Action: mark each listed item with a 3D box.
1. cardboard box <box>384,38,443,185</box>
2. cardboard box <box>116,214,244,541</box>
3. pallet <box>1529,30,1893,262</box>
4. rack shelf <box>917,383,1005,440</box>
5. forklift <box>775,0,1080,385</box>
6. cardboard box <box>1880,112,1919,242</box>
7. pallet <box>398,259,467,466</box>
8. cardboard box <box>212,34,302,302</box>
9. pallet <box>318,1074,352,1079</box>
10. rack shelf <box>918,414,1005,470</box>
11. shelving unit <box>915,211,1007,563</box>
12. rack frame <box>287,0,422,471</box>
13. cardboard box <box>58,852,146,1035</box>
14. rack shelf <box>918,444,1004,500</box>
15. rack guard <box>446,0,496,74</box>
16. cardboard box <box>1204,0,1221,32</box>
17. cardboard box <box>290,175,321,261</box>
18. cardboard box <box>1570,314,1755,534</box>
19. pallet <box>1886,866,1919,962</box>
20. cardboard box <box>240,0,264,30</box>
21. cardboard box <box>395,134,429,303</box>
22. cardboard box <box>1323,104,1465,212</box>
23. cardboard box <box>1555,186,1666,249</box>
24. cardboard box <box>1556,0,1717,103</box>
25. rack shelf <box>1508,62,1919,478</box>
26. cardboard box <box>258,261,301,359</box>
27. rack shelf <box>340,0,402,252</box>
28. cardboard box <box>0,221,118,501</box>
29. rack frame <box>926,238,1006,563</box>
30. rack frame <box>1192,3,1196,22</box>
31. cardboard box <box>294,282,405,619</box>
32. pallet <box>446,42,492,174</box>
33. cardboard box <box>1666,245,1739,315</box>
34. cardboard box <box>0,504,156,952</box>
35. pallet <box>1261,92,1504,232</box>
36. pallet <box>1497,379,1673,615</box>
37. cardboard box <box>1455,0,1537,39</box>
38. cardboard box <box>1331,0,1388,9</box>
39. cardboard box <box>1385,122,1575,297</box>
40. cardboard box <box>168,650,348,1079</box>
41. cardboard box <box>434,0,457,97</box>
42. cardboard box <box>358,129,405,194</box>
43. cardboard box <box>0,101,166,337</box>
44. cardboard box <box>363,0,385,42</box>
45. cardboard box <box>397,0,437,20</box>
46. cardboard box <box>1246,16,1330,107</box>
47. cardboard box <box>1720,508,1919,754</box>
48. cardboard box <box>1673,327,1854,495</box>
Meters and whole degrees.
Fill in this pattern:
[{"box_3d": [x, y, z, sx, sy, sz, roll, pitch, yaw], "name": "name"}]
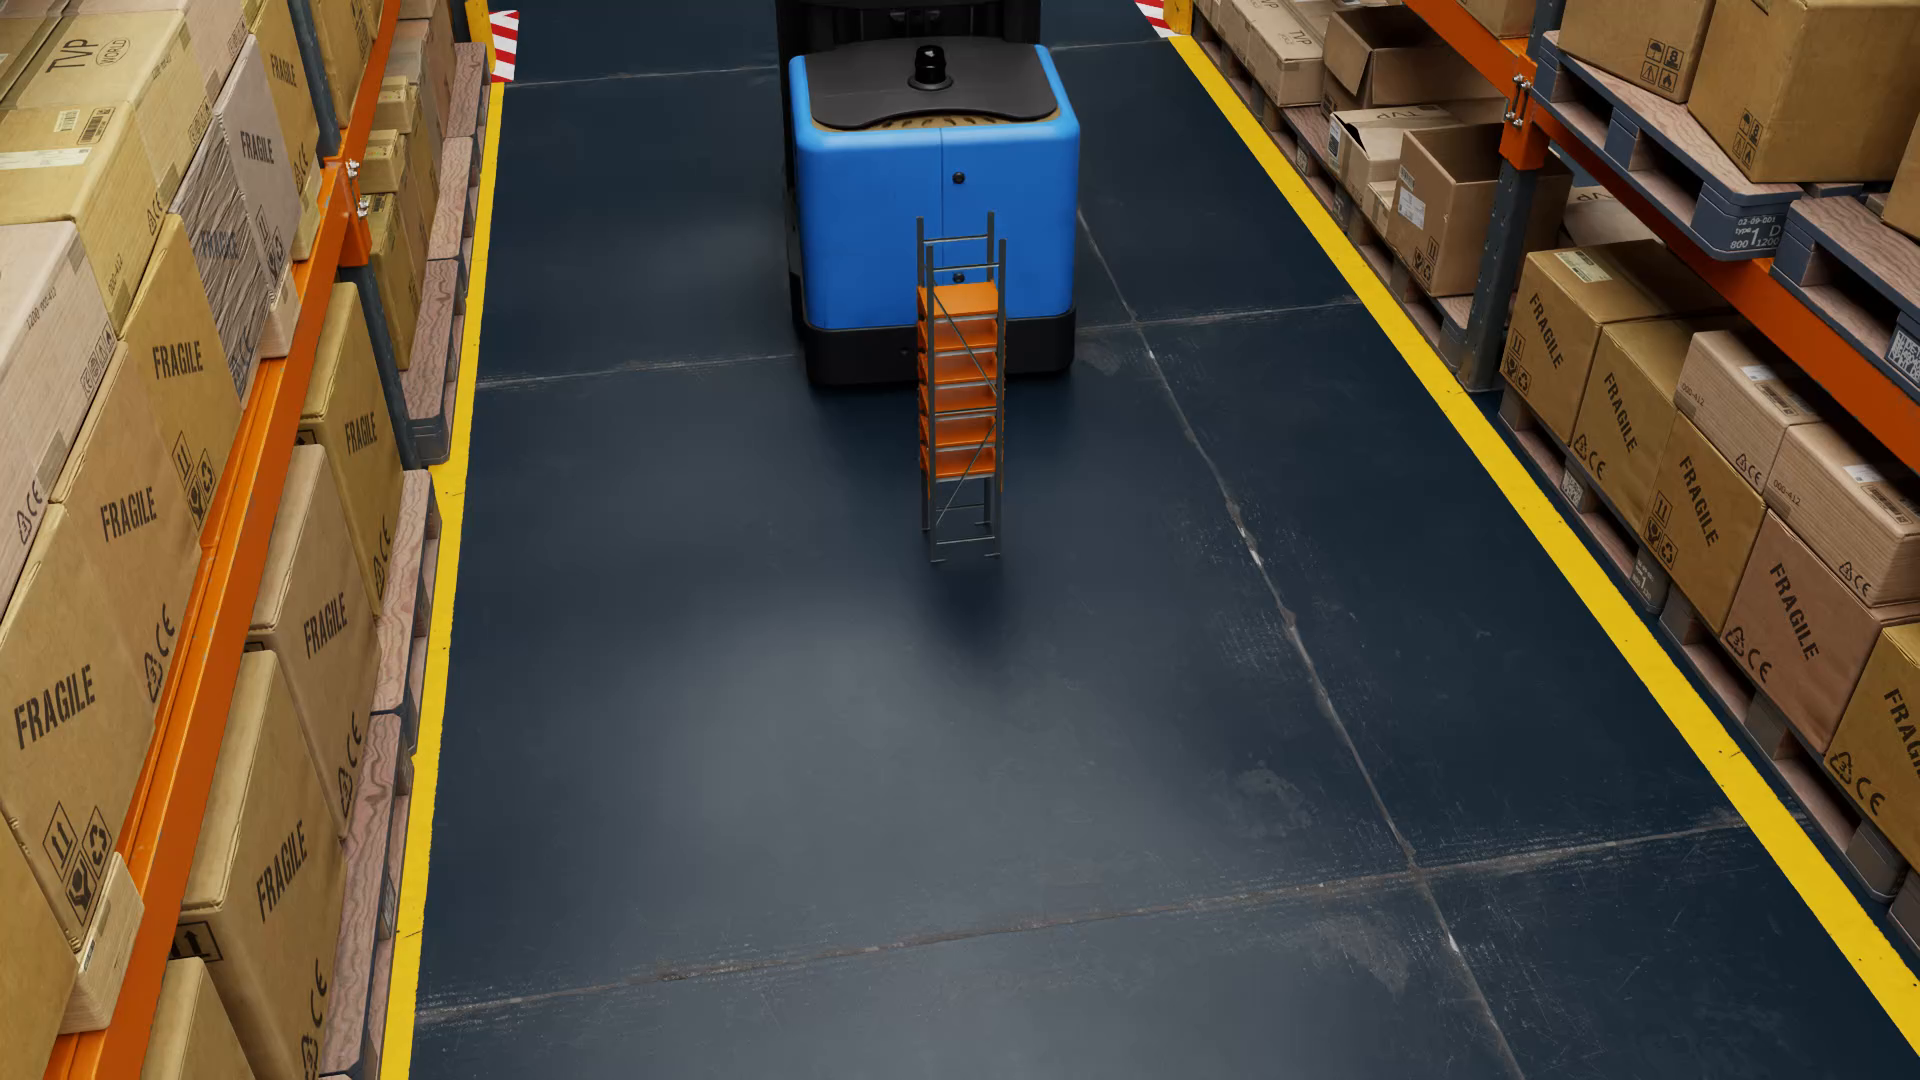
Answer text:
[{"box_3d": [-2.720, -1.881, 7.422, 0.700, 0.500, 0.500, -7, 38, -9], "name": "cardboard box"}, {"box_3d": [-1.816, -0.305, 3.358, 0.500, 0.500, 0.500, -5, 38, -7], "name": "cardboard box"}, {"box_3d": [2.492, -1.269, 5.095, 1.003, 0.211, 1.213, -6, 38, -8], "name": "pallet"}, {"box_3d": [0.003, -0.430, 5.398, 0.258, 0.103, 0.180, -6, 38, -8], "name": "rack shelf"}, {"box_3d": [-0.242, -2.649, 6.770, 1.130, 2.935, 3.031, -4, 38, -5], "name": "forklift"}, {"box_3d": [2.830, -0.984, 4.148, 0.700, 0.500, 0.500, -16, 41, -19], "name": "cardboard box"}, {"box_3d": [-2.473, -0.671, 6.442, 1.003, 0.211, 1.213, -6, 38, -8], "name": "pallet"}, {"box_3d": [-1.989, -0.911, 4.137, 0.500, 0.500, 0.500, -6, 38, -8], "name": "cardboard box"}, {"box_3d": [-1.780, 1.728, 3.353, 1.003, 0.211, 1.213, -6, 38, -8], "name": "pallet"}, {"box_3d": [0.003, -0.335, 5.472, 0.258, 0.103, 0.180, -6, 38, -8], "name": "rack shelf"}, {"box_3d": [0.003, -0.465, 5.371, 0.258, 1.200, 0.189, -6, 38, -8], "name": "shelving unit"}, {"box_3d": [-2.417, -1.305, 4.984, 1.000, 3.000, 0.127, -6, 38, -8], "name": "rack frame"}, {"box_3d": [-1.544, 0.656, 2.649, 0.380, 0.149, 0.250, -5, 38, -7], "name": "cardboard box"}, {"box_3d": [0.003, -0.240, 5.545, 0.258, 0.103, 0.180, -6, 38, -8], "name": "rack shelf"}, {"box_3d": [-3.122, -2.748, 8.880, 1.175, 0.500, 0.348, -6, 38, -8], "name": "rack guard"}, {"box_3d": [1.537, -2.870, 8.950, 0.380, 0.166, 0.250, -6, 38, -8], "name": "cardboard box"}, {"box_3d": [-2.012, -0.890, 4.639, 0.380, 0.149, 0.250, -6, 38, -7], "name": "cardboard box"}, {"box_3d": [2.409, -0.387, 5.482, 0.500, 0.500, 0.500, -6, 38, -7], "name": "cardboard box"}, {"box_3d": [3.067, 1.223, 4.004, 1.003, 0.211, 1.213, -6, 38, -8], "name": "pallet"}, {"box_3d": [-2.083, -1.511, 4.298, 0.500, 0.250, 0.500, -5, 38, -7], "name": "cardboard box"}, {"box_3d": [-2.532, -1.250, 6.609, 0.700, 0.500, 0.500, -7, 38, -8], "name": "cardboard box"}, {"box_3d": [1.949, -1.718, 7.350, 0.500, 0.311, 0.500, -6, 38, -8], "name": "cardboard box"}, {"box_3d": [2.599, -1.228, 6.719, 0.500, 0.311, 0.500, -6, 38, -8], "name": "cardboard box"}, {"box_3d": [2.322, -1.735, 5.114, 0.700, 0.500, 0.500, -19, 42, -23], "name": "cardboard box"}, {"box_3d": [2.810, -0.348, 4.339, 1.077, 0.370, 4.000, -6, 38, -8], "name": "rack shelf"}, {"box_3d": [-1.906, -0.575, 4.234, 0.380, 0.149, 0.250, -6, 38, -8], "name": "cardboard box"}, {"box_3d": [-2.768, -2.228, 6.760, 1.077, 0.370, 4.000, -6, 38, -8], "name": "rack shelf"}, {"box_3d": [-1.728, -0.278, 2.711, 0.500, 0.250, 0.500, -6, 38, -8], "name": "cardboard box"}, {"box_3d": [0.019, -0.410, 5.300, 0.240, 1.200, 0.006, -6, 38, -8], "name": "rack frame"}, {"box_3d": [1.758, -4.256, 8.783, 1.000, 3.000, 0.127, -6, 38, -8], "name": "rack frame"}, {"box_3d": [-2.175, -0.243, 5.028, 0.750, 0.750, 0.750, -6, 38, -7], "name": "cardboard box"}, {"box_3d": [-2.901, -2.145, 8.339, 1.003, 0.211, 1.213, -6, 38, -8], "name": "pallet"}, {"box_3d": [2.828, -0.759, 5.961, 0.500, 0.500, 0.500, -6, 38, -8], "name": "cardboard box"}, {"box_3d": [-1.632, 0.308, 2.568, 0.500, 0.500, 0.500, -5, 38, -6], "name": "cardboard box"}, {"box_3d": [2.123, -1.892, 8.013, 1.003, 0.211, 1.213, -6, 38, -8], "name": "pallet"}, {"box_3d": [2.639, -0.251, 5.901, 1.003, 0.211, 1.213, -6, 38, -8], "name": "pallet"}, {"box_3d": [2.119, -2.153, 5.995, 0.500, 0.500, 0.500, -6, 38, -7], "name": "cardboard box"}, {"box_3d": [2.078, -2.754, 8.801, 0.380, 0.166, 0.250, -6, 38, -8], "name": "cardboard box"}, {"box_3d": [2.080, -1.340, 6.709, 0.500, 0.500, 0.500, -6, 38, -8], "name": "cardboard box"}, {"box_3d": [-1.863, 0.806, 3.677, 0.750, 0.750, 0.750, -6, 38, -8], "name": "cardboard box"}, {"box_3d": [-2.897, -2.487, 8.202, 0.700, 0.500, 0.500, -6, 38, -8], "name": "cardboard box"}, {"box_3d": [-2.328, -1.429, 6.310, 0.380, 0.149, 0.250, -5, 38, -6], "name": "cardboard box"}, {"box_3d": [-1.824, -0.585, 3.107, 0.500, 0.250, 0.500, -7, 38, -9], "name": "cardboard box"}, {"box_3d": [-2.619, -2.194, 5.884, 0.980, 0.700, 0.700, -7, 38, -9], "name": "cardboard box"}, {"box_3d": [-2.650, -2.531, 7.730, 0.380, 0.149, 0.250, -5, 38, -7], "name": "cardboard box"}, {"box_3d": [1.749, -2.381, 8.252, 0.500, 0.250, 0.500, -6, 38, -8], "name": "cardboard box"}, {"box_3d": [2.577, 0.221, 4.699, 0.500, 0.500, 0.500, -8, 38, -10], "name": "cardboard box"}, {"box_3d": [2.480, -0.400, 4.888, 0.500, 0.250, 0.500, -6, 38, -8], "name": "cardboard box"}]
